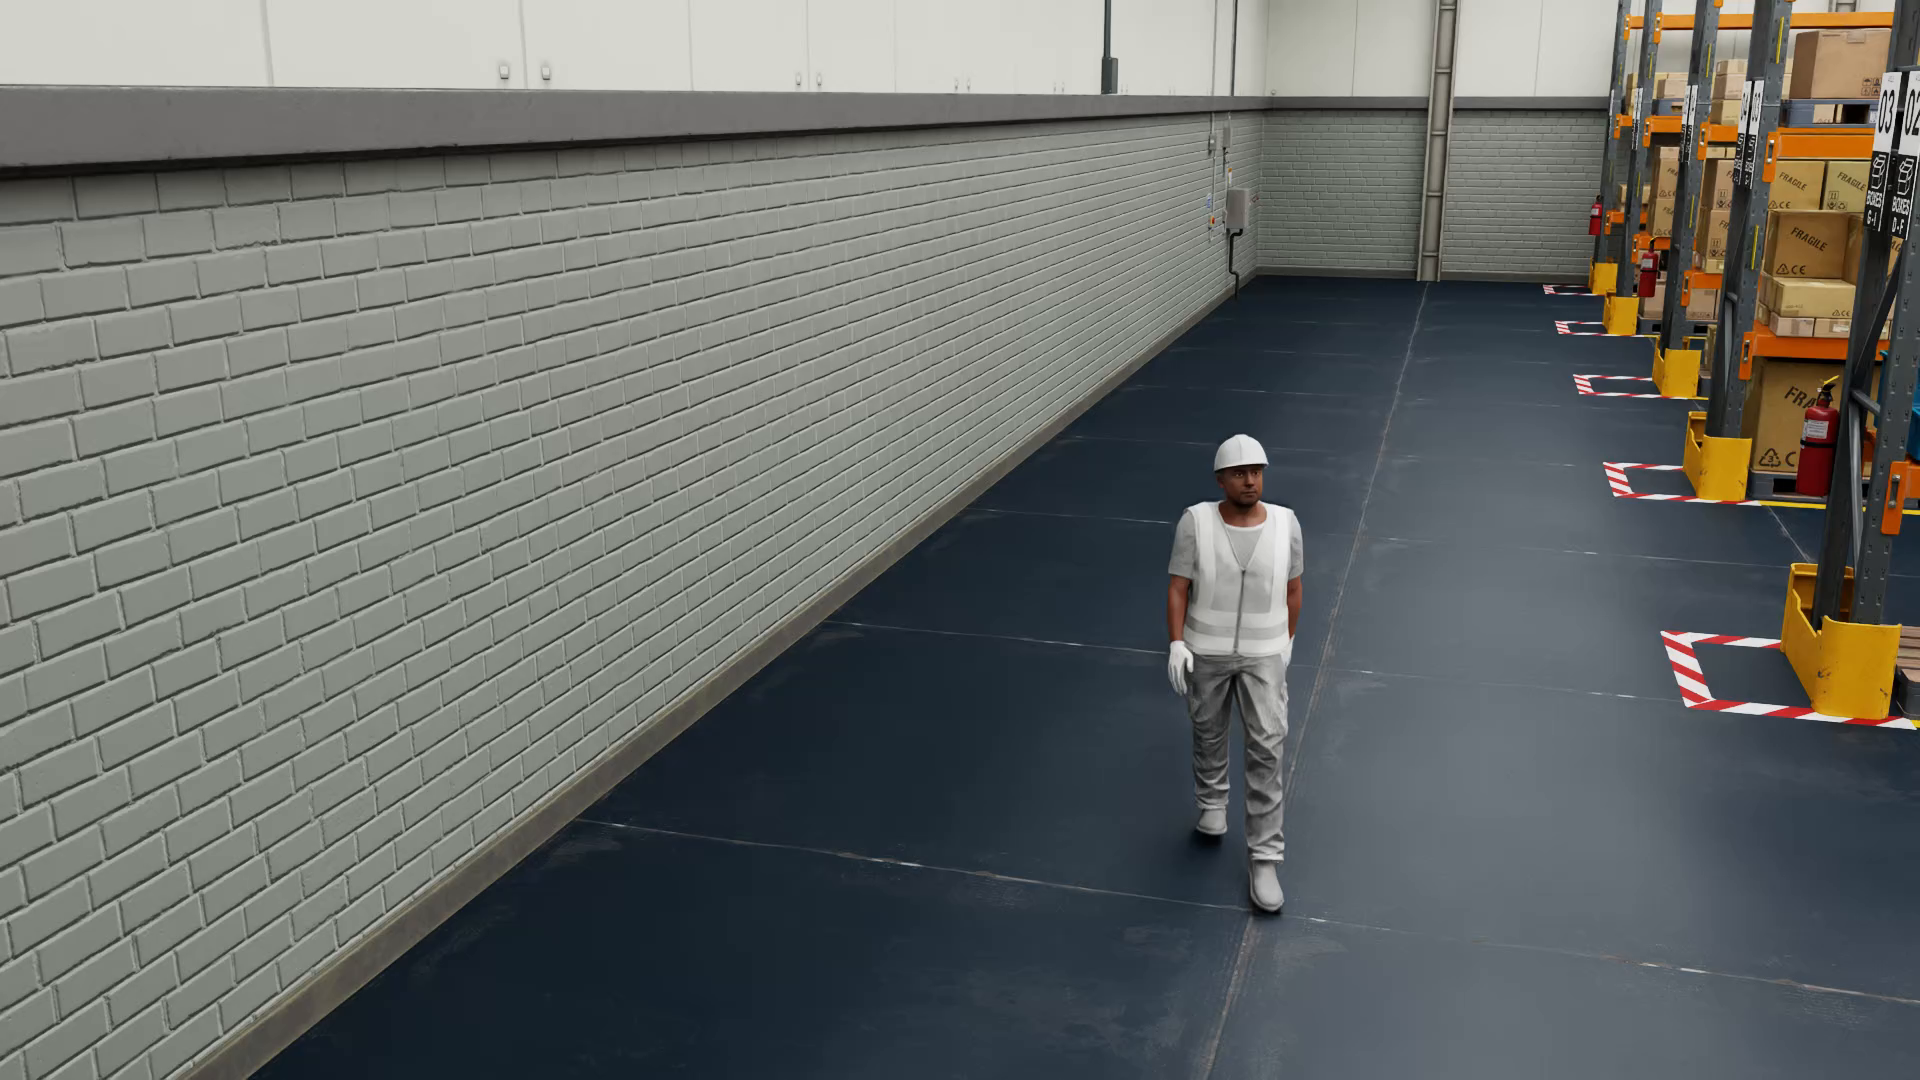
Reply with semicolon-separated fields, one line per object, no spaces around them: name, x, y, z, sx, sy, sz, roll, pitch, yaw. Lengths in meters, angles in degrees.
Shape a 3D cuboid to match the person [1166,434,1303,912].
person;1.095;0.473;6.642;0.548;1.754;0.898;2;15;7
